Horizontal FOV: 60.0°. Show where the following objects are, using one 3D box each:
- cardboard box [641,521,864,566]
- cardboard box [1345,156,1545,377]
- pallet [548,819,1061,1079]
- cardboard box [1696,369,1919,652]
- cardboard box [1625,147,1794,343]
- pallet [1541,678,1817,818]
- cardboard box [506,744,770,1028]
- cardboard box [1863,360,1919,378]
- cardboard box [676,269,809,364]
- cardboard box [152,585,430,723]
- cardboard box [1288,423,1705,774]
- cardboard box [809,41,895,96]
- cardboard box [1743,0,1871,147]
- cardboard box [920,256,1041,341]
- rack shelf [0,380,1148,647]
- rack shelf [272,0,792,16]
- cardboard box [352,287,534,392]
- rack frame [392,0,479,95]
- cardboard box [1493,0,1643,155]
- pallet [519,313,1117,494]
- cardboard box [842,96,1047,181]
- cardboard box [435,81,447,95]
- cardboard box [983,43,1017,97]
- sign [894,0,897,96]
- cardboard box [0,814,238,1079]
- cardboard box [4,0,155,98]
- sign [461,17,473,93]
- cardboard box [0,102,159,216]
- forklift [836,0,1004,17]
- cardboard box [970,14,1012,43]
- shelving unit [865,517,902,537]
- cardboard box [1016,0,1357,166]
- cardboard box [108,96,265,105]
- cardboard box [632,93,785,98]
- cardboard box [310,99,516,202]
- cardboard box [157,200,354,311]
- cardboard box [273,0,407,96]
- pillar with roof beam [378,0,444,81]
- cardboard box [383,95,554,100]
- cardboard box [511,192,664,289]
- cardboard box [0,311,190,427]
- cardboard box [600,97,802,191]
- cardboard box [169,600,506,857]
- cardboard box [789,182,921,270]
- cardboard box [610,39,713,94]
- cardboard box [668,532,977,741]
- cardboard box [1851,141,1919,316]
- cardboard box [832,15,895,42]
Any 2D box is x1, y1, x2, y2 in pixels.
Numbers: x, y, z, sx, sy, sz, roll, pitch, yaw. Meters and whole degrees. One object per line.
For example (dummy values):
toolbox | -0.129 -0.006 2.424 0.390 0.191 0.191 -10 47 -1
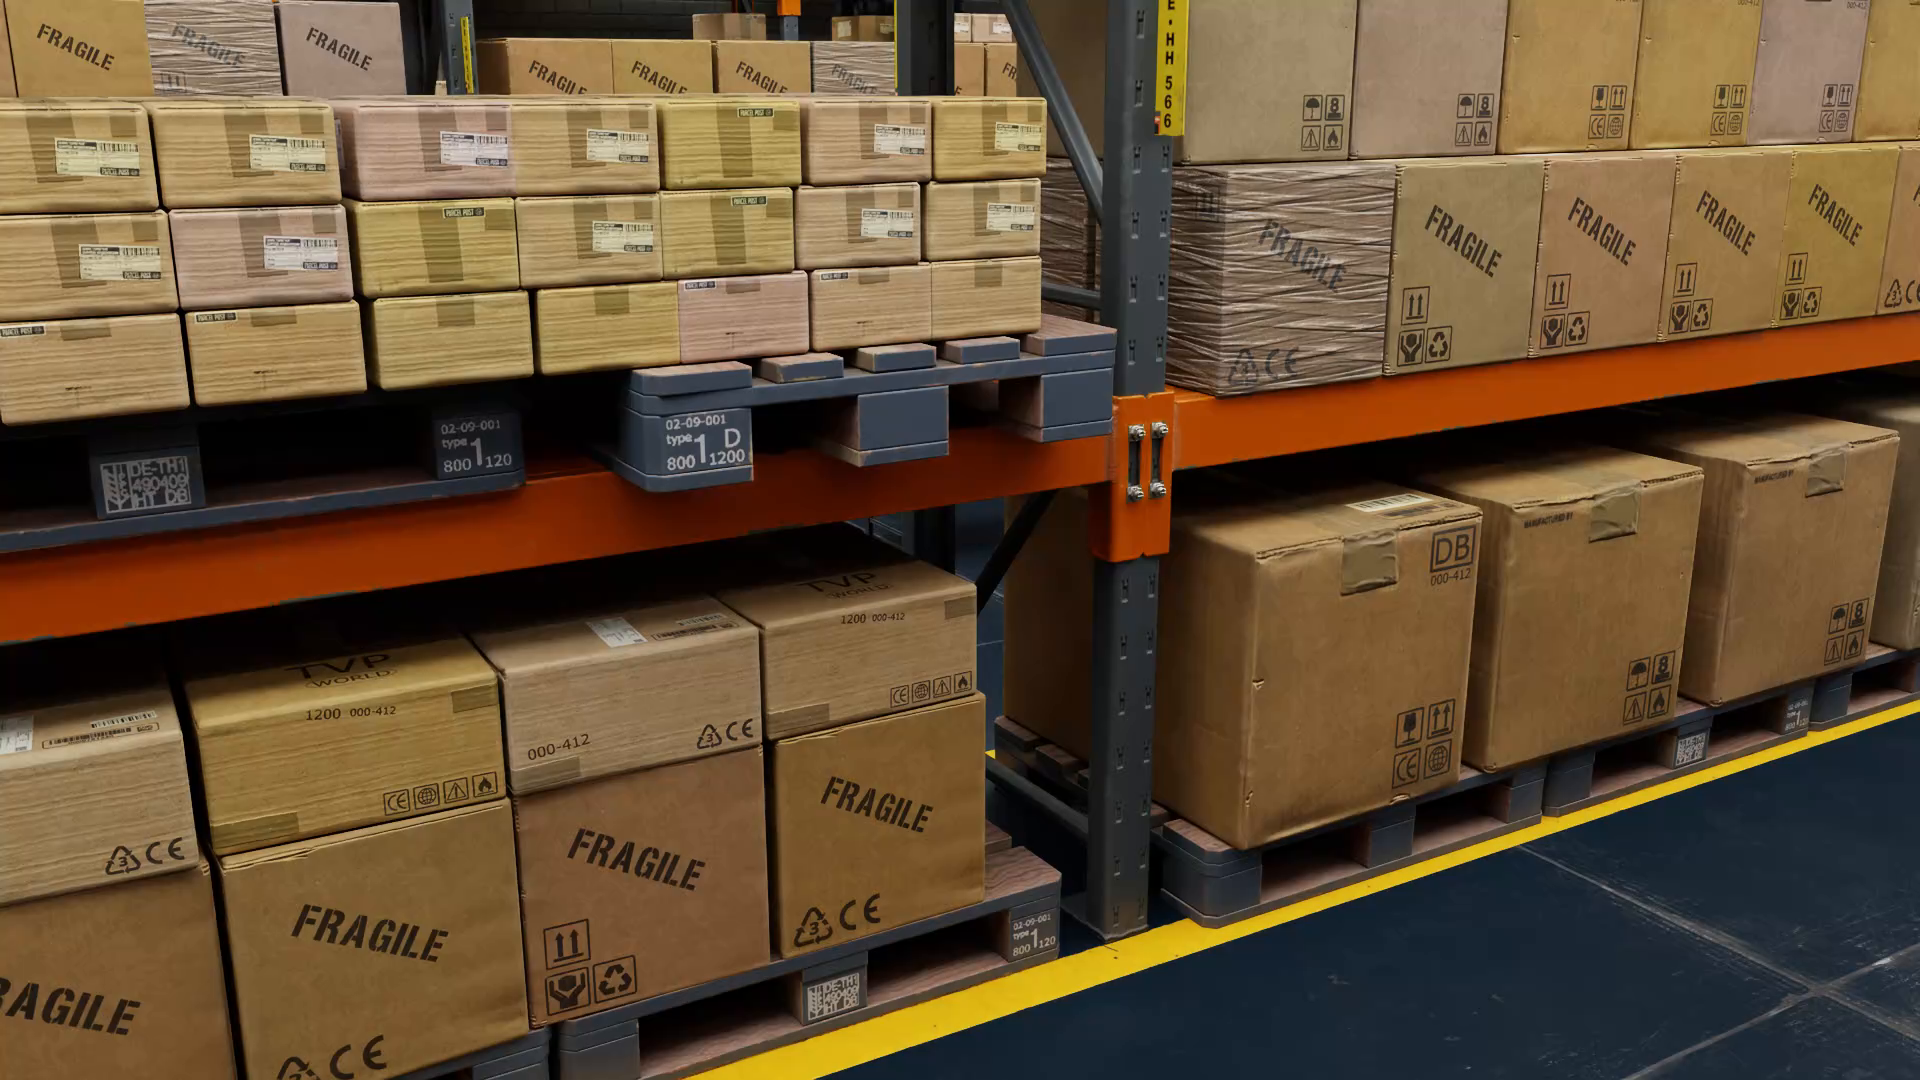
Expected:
cardboard box | -0.570 0.077 4.042 0.500 0.250 0.500 -10 19 -32
cardboard box | 1.104 -0.723 4.245 0.500 0.500 0.500 -9 18 -30
pallet | -0.525 0.848 3.994 1.213 0.211 1.003 -9 18 -30
cardboard box | 3.088 -0.171 5.853 0.750 0.750 1.050 -9 18 -30
cardboard box | 1.964 -0.861 4.740 0.500 0.500 0.500 -9 18 -30
pallet | 1.905 0.479 5.310 1.213 0.211 1.003 -9 18 -30
cardboard box | -0.731 0.622 3.488 0.500 0.500 0.500 -8 18 -27
cardboard box | 4.149 -0.410 6.472 0.875 0.875 0.875 -9 18 -29
cardboard box | -0.475 -0.440 3.108 0.250 0.149 0.380 -9 18 -29
cardboard box | -1.436 0.213 3.555 0.500 0.250 0.500 -9 18 -29
cardboard box | 1.461 0.092 4.915 0.750 0.750 1.050 -9 18 -29
cardboard box | -0.658 -2.354 8.736 0.500 0.500 0.500 -10 19 -32
cardboard box | 2.278 -1.476 5.081 0.500 0.500 0.700 -9 18 -29
cardboard box | -0.041 -0.509 3.357 0.250 0.149 0.380 -9 18 -29
rack shelf | -1.569 0.021 3.109 4.000 0.370 1.077 -9 18 -30
rack shelf | -3.336 -4.258 12.819 4.000 0.370 1.077 -9 18 -30
cardboard box | -0.920 -0.368 2.852 0.250 0.149 0.380 -10 19 -32
rack frame | -2.490 -1.734 8.040 0.127 3.000 1.000 -9 18 -30
cardboard box | 1.407 -1.335 4.578 0.500 0.500 0.700 -10 18 -31
pallet | -0.411 -0.387 3.589 1.003 0.211 1.213 -9 18 -30
cardboard box | -0.039 -0.797 3.280 0.250 0.149 0.380 -10 19 -32
cardboard box | -3.972 -3.337 12.371 0.250 0.149 0.380 -9 18 -29
cardboard box | 0.236 -2.497 9.247 0.500 0.500 0.500 -9 18 -29
sign | -0.143 -1.289 4.304 0.005 0.325 0.100 -9 18 -30
cardboard box | -1.619 0.763 2.983 0.500 0.500 0.500 -9 18 -29
cardboard box | -3.664 -1.991 6.917 0.500 0.500 0.500 -9 18 -30
sign | -2.202 -2.164 7.427 0.005 0.325 0.100 -9 18 -30
cardboard box | -1.372 -0.581 2.512 0.250 0.149 0.380 -9 18 -28
forklift | -0.075 -2.863 12.194 3.031 2.935 1.130 -12 19 -36
cardboard box | 0.075 -2.781 9.057 0.250 0.149 0.380 -10 18 -31
shelving unit | 0.006 -0.723 7.211 0.755 1.500 0.431 -9 18 -30
cardboard box | 0.535 -1.193 4.070 0.500 0.500 0.700 -9 18 -30
cardboard box | -1.476 -0.768 3.179 0.250 0.149 0.380 -9 18 -28
cardboard box | -0.579 -0.913 3.696 0.250 0.149 0.380 -10 18 -31
cardboard box | -0.916 -0.656 2.777 0.250 0.149 0.380 -9 18 -30
cardboard box | -1.148 -0.474 2.679 0.250 0.149 0.380 -9 18 -28
cardboard box | -2.799 -2.132 7.419 0.500 0.500 0.500 -10 18 -31
pillar with roof beam | -2.180 -5.165 9.162 0.400 9.000 9.100 -9 18 -30
cardboard box | -1.019 -0.844 3.447 0.250 0.149 0.380 -10 19 -32
cardboard box | -0.710 -0.544 2.930 0.250 0.149 0.380 -9 18 -30
cardboard box | -1.375 -0.294 2.588 0.250 0.149 0.380 -10 19 -32
cardboard box | -0.480 -0.726 3.027 0.250 0.149 0.380 -9 18 -28
cardboard box | -1.177 0.333 3.130 0.500 0.250 0.500 -9 18 -28
cardboard box | -0.271 -0.616 3.187 0.250 0.149 0.380 -8 18 -28
cardboard box | -1.543 -2.211 8.226 0.500 0.500 0.500 -8 18 -27
cardboard box | -0.306 0.193 3.628 0.500 0.250 0.500 -10 18 -31
cardboard box | 2.831 -1.003 5.244 0.500 0.500 0.500 -9 18 -30
cardboard box | -0.525 -2.838 9.260 0.250 0.149 0.380 -8 18 -27
